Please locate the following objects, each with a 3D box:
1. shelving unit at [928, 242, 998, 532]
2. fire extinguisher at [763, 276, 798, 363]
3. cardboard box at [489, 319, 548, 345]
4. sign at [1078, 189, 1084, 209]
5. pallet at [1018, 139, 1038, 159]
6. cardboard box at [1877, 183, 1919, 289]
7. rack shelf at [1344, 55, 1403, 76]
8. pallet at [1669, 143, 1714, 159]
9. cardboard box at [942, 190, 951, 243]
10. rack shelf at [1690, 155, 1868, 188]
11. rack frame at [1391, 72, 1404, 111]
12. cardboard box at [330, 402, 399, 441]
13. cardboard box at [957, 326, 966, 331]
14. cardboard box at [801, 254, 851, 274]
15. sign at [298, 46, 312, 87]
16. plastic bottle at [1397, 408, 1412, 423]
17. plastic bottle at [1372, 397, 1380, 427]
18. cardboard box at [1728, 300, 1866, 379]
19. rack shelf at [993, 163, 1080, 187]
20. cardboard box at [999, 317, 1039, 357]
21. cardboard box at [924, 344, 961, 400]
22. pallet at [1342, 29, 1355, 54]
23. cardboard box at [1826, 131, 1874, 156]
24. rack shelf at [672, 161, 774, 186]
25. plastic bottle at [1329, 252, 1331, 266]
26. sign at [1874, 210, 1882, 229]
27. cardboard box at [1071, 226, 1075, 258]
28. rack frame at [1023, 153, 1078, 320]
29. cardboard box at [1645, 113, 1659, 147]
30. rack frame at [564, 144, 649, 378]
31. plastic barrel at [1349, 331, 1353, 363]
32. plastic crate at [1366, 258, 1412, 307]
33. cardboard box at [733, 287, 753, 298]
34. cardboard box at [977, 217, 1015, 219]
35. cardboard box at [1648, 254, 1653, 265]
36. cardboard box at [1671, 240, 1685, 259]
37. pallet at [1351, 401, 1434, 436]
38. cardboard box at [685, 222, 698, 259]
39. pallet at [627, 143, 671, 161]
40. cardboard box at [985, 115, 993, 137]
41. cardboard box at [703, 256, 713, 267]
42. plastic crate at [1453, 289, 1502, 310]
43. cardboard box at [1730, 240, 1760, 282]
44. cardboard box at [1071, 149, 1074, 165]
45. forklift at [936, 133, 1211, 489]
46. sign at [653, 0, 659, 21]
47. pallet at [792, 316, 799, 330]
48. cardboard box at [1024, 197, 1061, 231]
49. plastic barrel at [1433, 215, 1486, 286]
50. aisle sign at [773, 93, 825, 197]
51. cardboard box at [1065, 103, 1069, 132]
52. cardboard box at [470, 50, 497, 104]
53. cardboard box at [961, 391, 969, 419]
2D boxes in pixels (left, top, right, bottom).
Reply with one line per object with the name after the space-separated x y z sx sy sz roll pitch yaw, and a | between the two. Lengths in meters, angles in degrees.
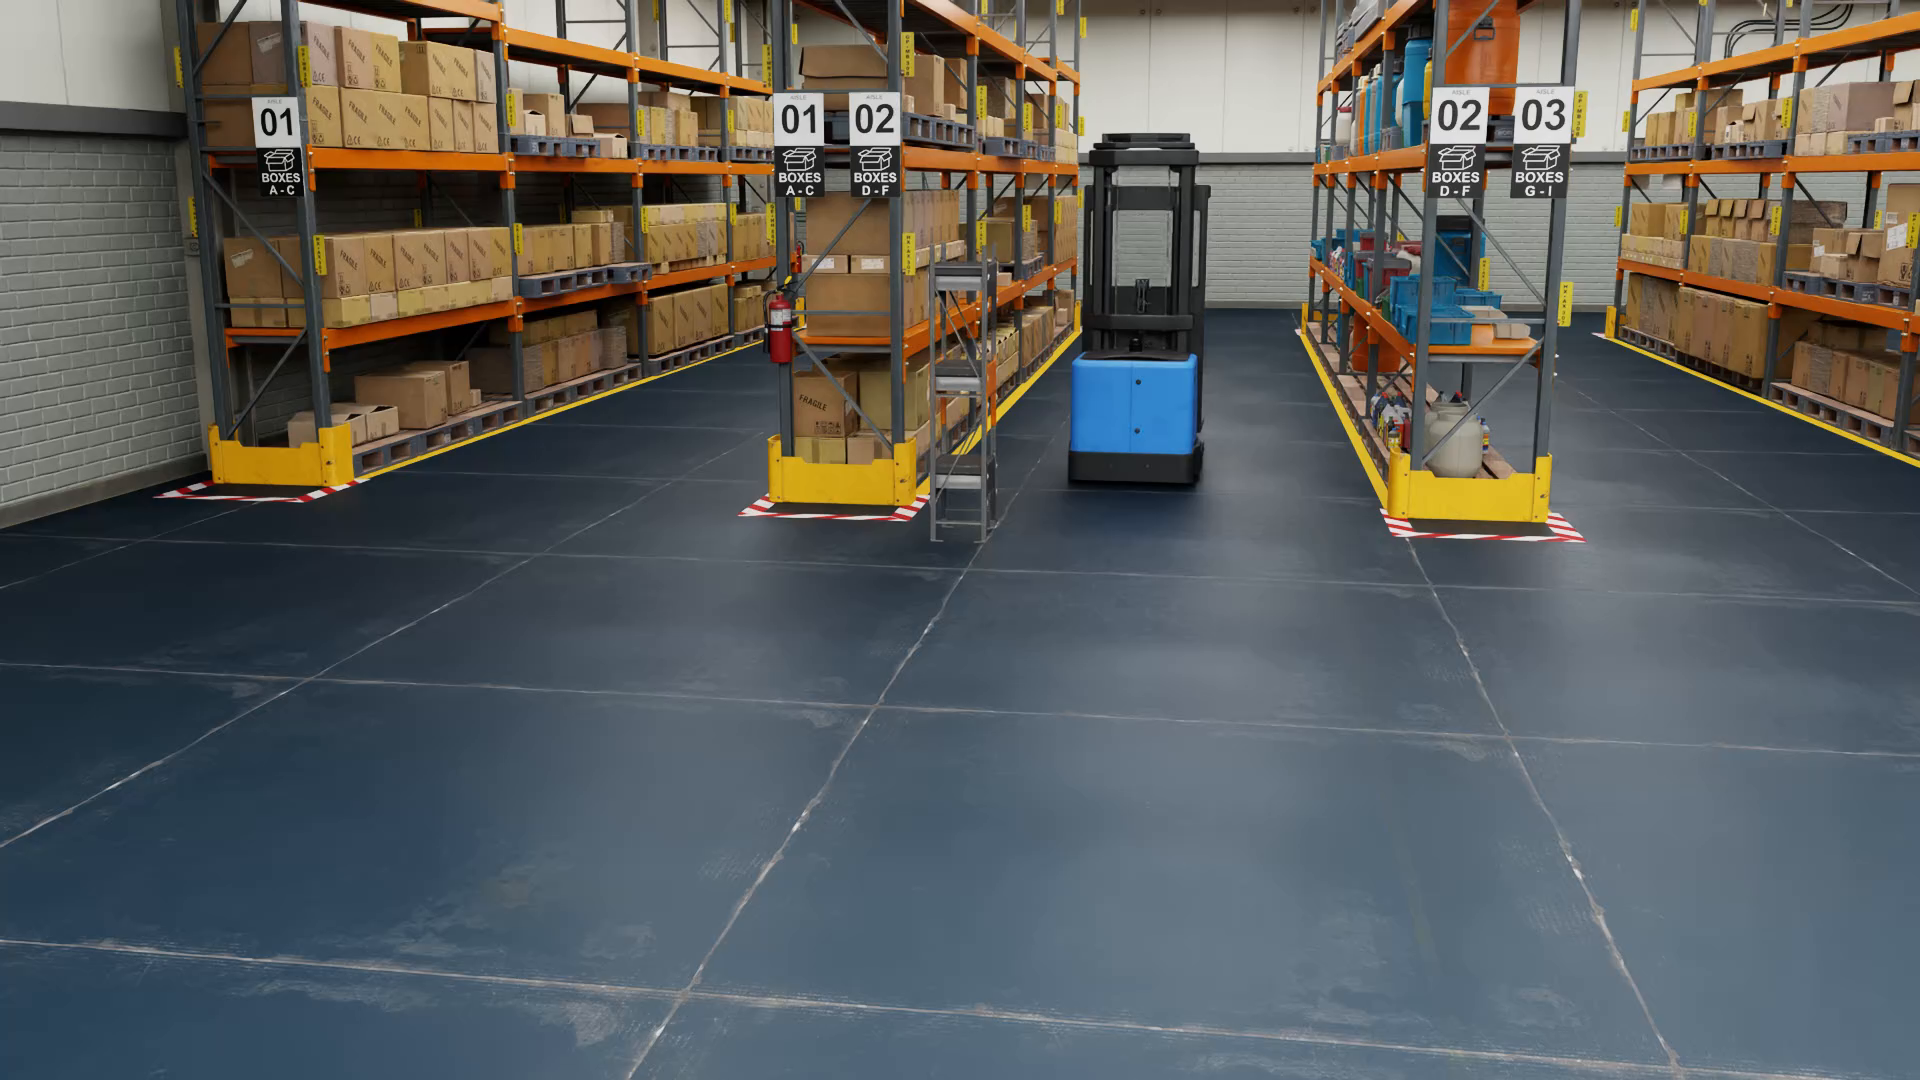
0.026 -1.061 11.934 0.431 2.100 0.499 2 12 9 | shelving unit
-1.425 -1.749 13.173 0.296 0.674 0.183 2 12 9 | fire extinguisher
-5.067 -2.394 19.092 0.500 0.250 0.500 2 12 7 | cardboard box
2.058 -5.826 28.406 0.100 0.325 0.005 2 12 9 | sign
0.266 -4.692 19.972 1.213 0.211 1.003 2 12 11 | pallet
9.715 -2.967 16.219 1.000 1.000 1.000 2 12 9 | cardboard box
5.484 -6.172 21.591 0.831 0.071 3.687 2 12 9 | rack shelf
10.821 -5.566 23.790 1.003 0.211 1.213 2 12 9 | pallet
-0.472 -3.114 16.008 0.700 0.500 0.500 2 12 9 | cardboard box
10.378 -4.671 21.136 1.077 0.370 4.000 2 12 9 | rack shelf
4.564 -5.400 15.692 0.949 2.616 0.053 2 12 9 | rack frame
-5.561 -1.117 15.393 0.500 0.311 0.500 3 13 13 | cardboard box
-0.089 -2.498 20.662 0.500 0.311 0.500 2 12 11 | cardboard box
-1.078 -2.248 13.528 0.380 0.149 0.250 2 12 8 | cardboard box
-5.307 -3.832 13.461 0.100 0.325 0.005 2 12 9 | sign
4.082 -1.070 15.257 0.152 0.276 0.135 2 12 9 | plastic bottle
4.056 -1.231 16.007 0.152 0.276 0.135 2 12 11 | plastic bottle
10.197 -2.450 20.287 1.225 0.875 0.875 1 12 6 | cardboard box
1.205 -5.826 26.492 1.077 0.370 4.000 2 12 9 | rack shelf
0.792 -2.754 22.541 0.500 0.500 0.500 2 12 8 | cardboard box
-0.277 -1.650 16.278 0.500 0.500 0.500 2 12 9 | cardboard box
5.317 -6.095 20.311 1.213 0.211 1.003 2 12 9 | pallet
9.597 -4.229 17.734 0.500 0.250 0.500 2 12 10 | cardboard box
-3.690 -5.985 27.233 1.077 0.370 4.000 2 12 9 | rack shelf
5.313 -4.014 23.775 0.061 0.283 0.133 2 12 9 | plastic bottle
10.608 -3.652 19.258 0.100 0.325 0.005 2 12 9 | sign
1.636 -4.966 27.679 0.500 0.500 0.500 2 12 9 | cardboard box
1.512 -5.127 28.664 1.000 3.000 0.127 2 12 9 | rack frame
11.068 -6.352 25.754 0.700 0.500 0.500 1 12 7 | cardboard box
-4.613 -3.622 21.678 1.000 3.000 0.127 2 12 9 | rack frame
5.233 -2.513 21.440 0.421 0.512 0.421 0 12 0 | plastic barrel
4.333 -2.610 16.832 0.402 0.464 0.583 2 12 9 | plastic crate
-3.549 -3.972 26.703 0.380 0.149 0.250 2 12 11 | cardboard box
0.603 -4.457 24.322 0.700 0.500 0.500 -2 12 -10 | cardboard box
10.646 -4.245 25.165 0.380 0.149 0.250 2 12 10 | cardboard box
10.494 -4.145 23.758 0.500 0.250 0.500 2 12 8 | cardboard box
4.643 -1.270 17.383 1.003 0.211 1.213 2 12 9 | pallet
-4.046 -4.239 23.553 0.500 0.500 0.500 2 12 10 | cardboard box
-4.567 -5.131 22.012 1.213 0.211 1.003 2 12 11 | pallet
0.106 -4.735 19.086 0.500 0.250 0.500 2 12 8 | cardboard box
-3.853 -4.099 24.442 0.380 0.149 0.250 2 12 9 | cardboard box
4.659 -2.156 15.231 0.499 0.251 0.616 2 12 9 | plastic crate
10.060 -3.512 20.930 0.500 0.500 0.500 1 12 7 | cardboard box
1.606 -6.301 27.347 0.500 0.250 0.500 2 12 9 | cardboard box
1.161 -1.943 14.051 1.782 2.935 5.295 2 12 10 | forklift
-4.543 -7.944 24.902 0.100 0.325 0.005 2 12 9 | sign
-3.428 -3.755 28.915 1.003 0.211 1.213 2 12 9 | pallet
1.248 -4.921 25.098 0.500 0.500 0.500 2 12 10 | cardboard box
4.920 -2.784 16.600 0.600 0.901 0.708 2 12 9 | plastic barrel
-1.249 -3.063 12.916 0.394 0.787 0.004 2 12 9 | aisle sign
1.450 -7.024 27.734 0.700 0.500 0.500 2 12 9 | cardboard box
-5.037 -4.690 16.856 0.500 0.500 0.500 1 12 4 | cardboard box
-0.188 -1.387 16.838 0.500 0.250 0.500 2 12 9 | cardboard box
